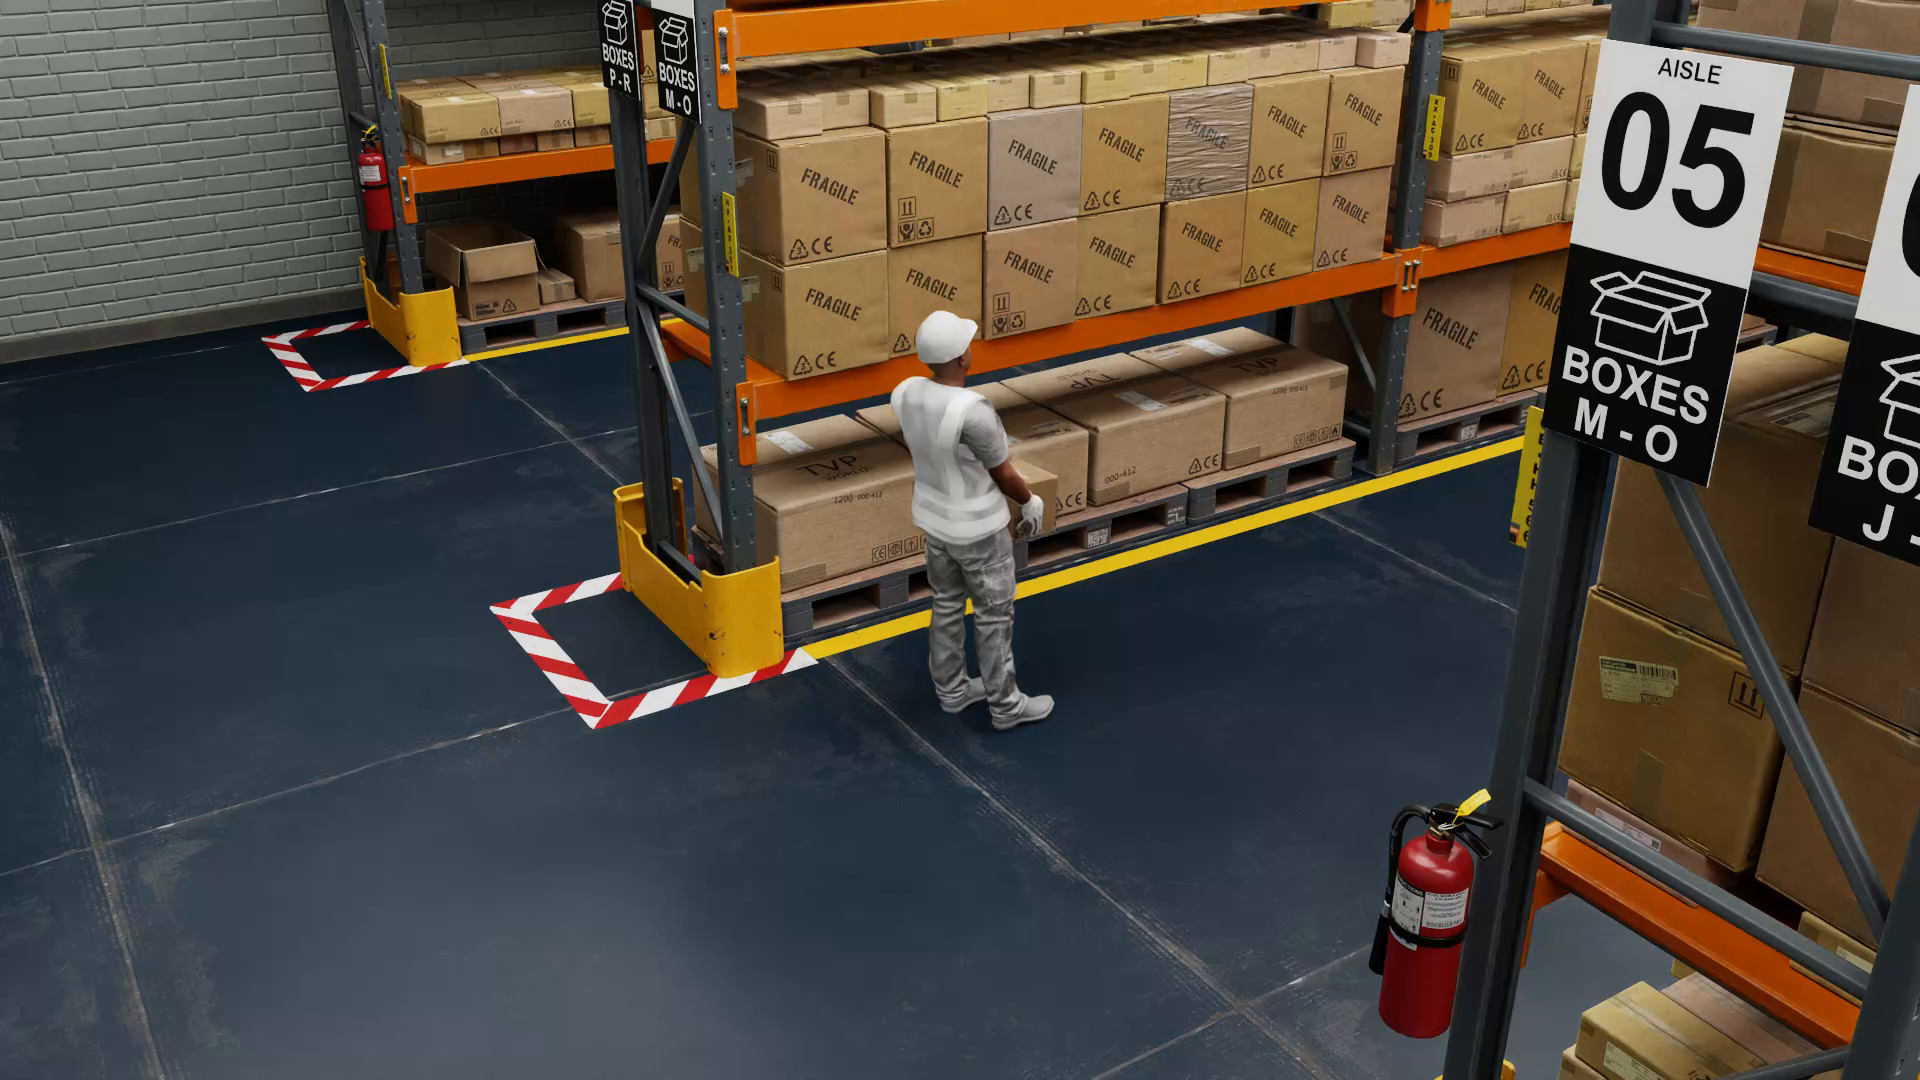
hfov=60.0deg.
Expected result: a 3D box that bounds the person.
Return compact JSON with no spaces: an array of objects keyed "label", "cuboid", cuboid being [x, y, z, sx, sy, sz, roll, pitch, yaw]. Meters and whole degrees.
[{"label":"person","cuboid":[0.059,-0.087,6.762,0.539,1.785,0.563,-20,31,-36]}]
